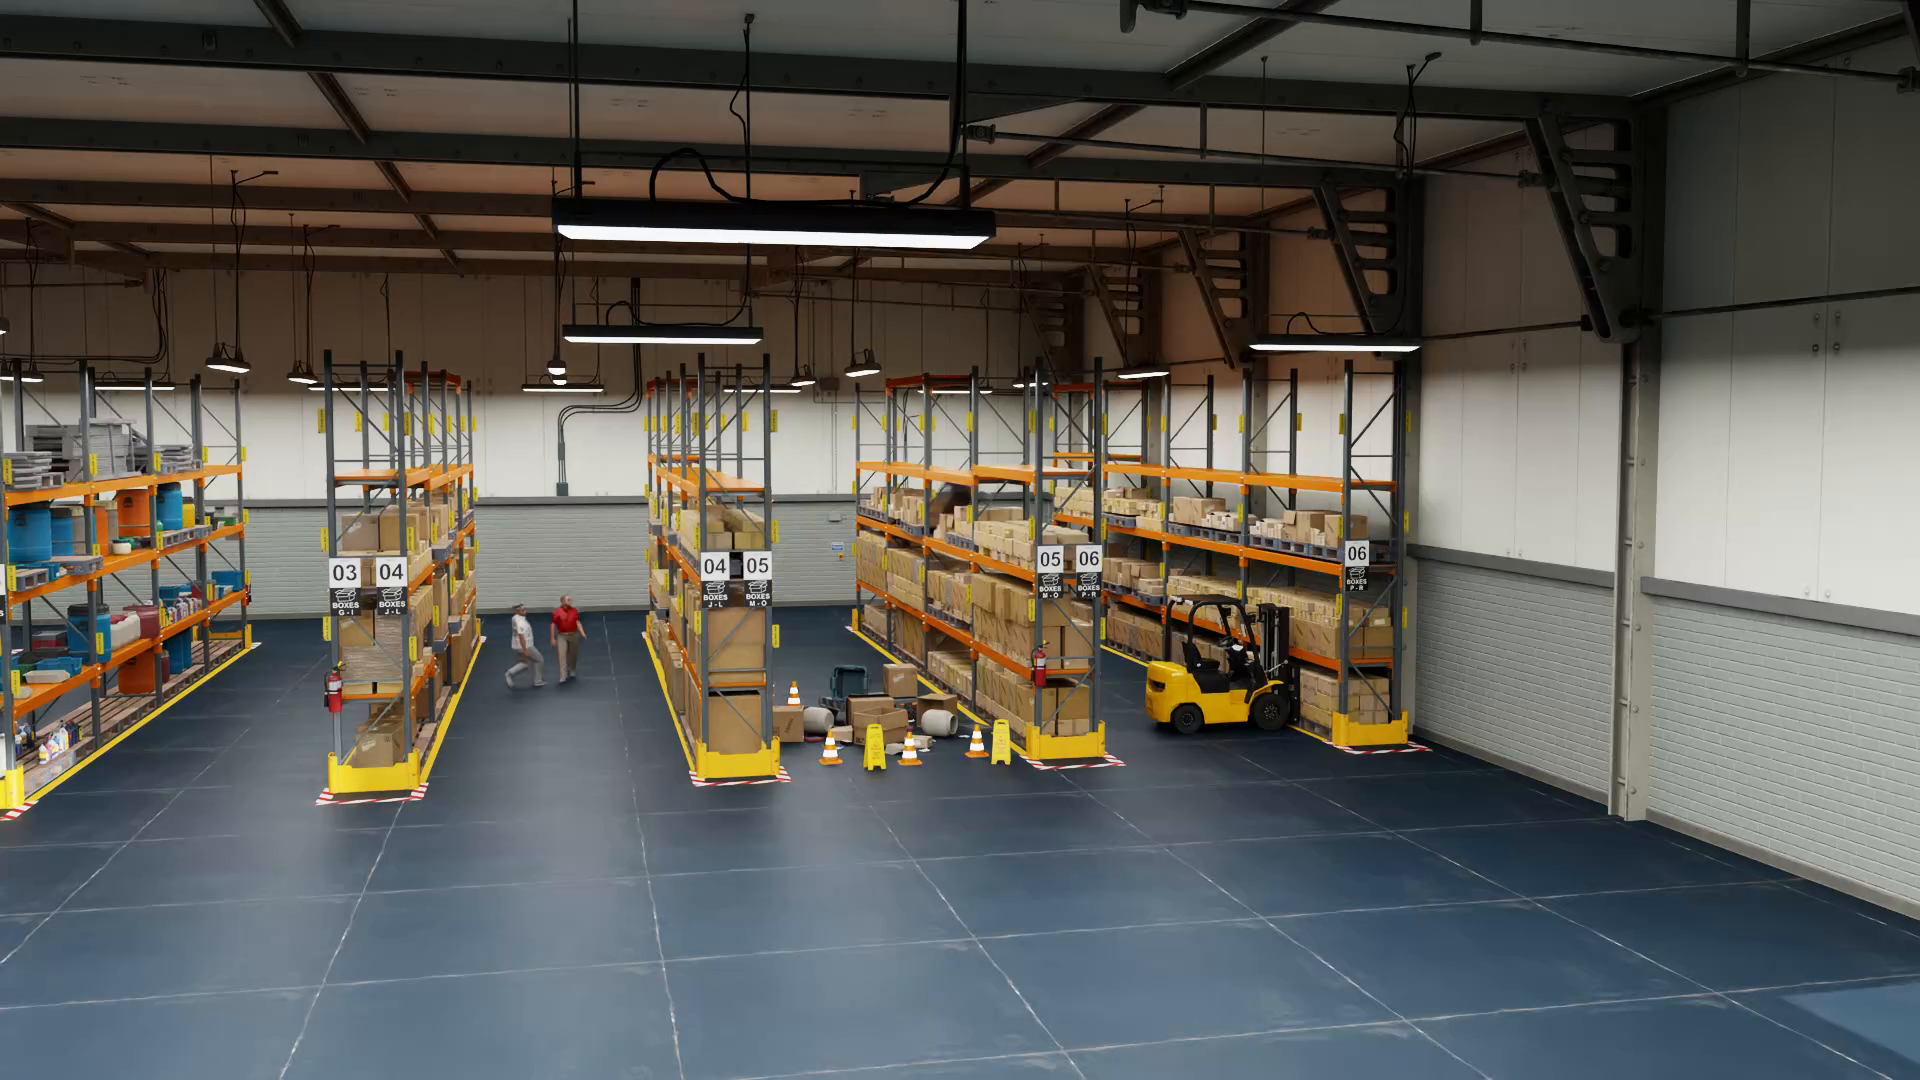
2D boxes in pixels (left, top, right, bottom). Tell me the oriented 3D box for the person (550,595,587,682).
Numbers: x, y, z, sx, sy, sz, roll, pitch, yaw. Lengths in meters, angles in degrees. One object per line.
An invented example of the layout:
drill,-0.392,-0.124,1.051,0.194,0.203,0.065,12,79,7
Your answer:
person,-7.620,1.899,32.376,0.698,1.670,1.060,-1,4,-14

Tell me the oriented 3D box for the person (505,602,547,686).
person,-8.223,1.981,31.630,0.850,1.649,0.525,-4,5,-42
